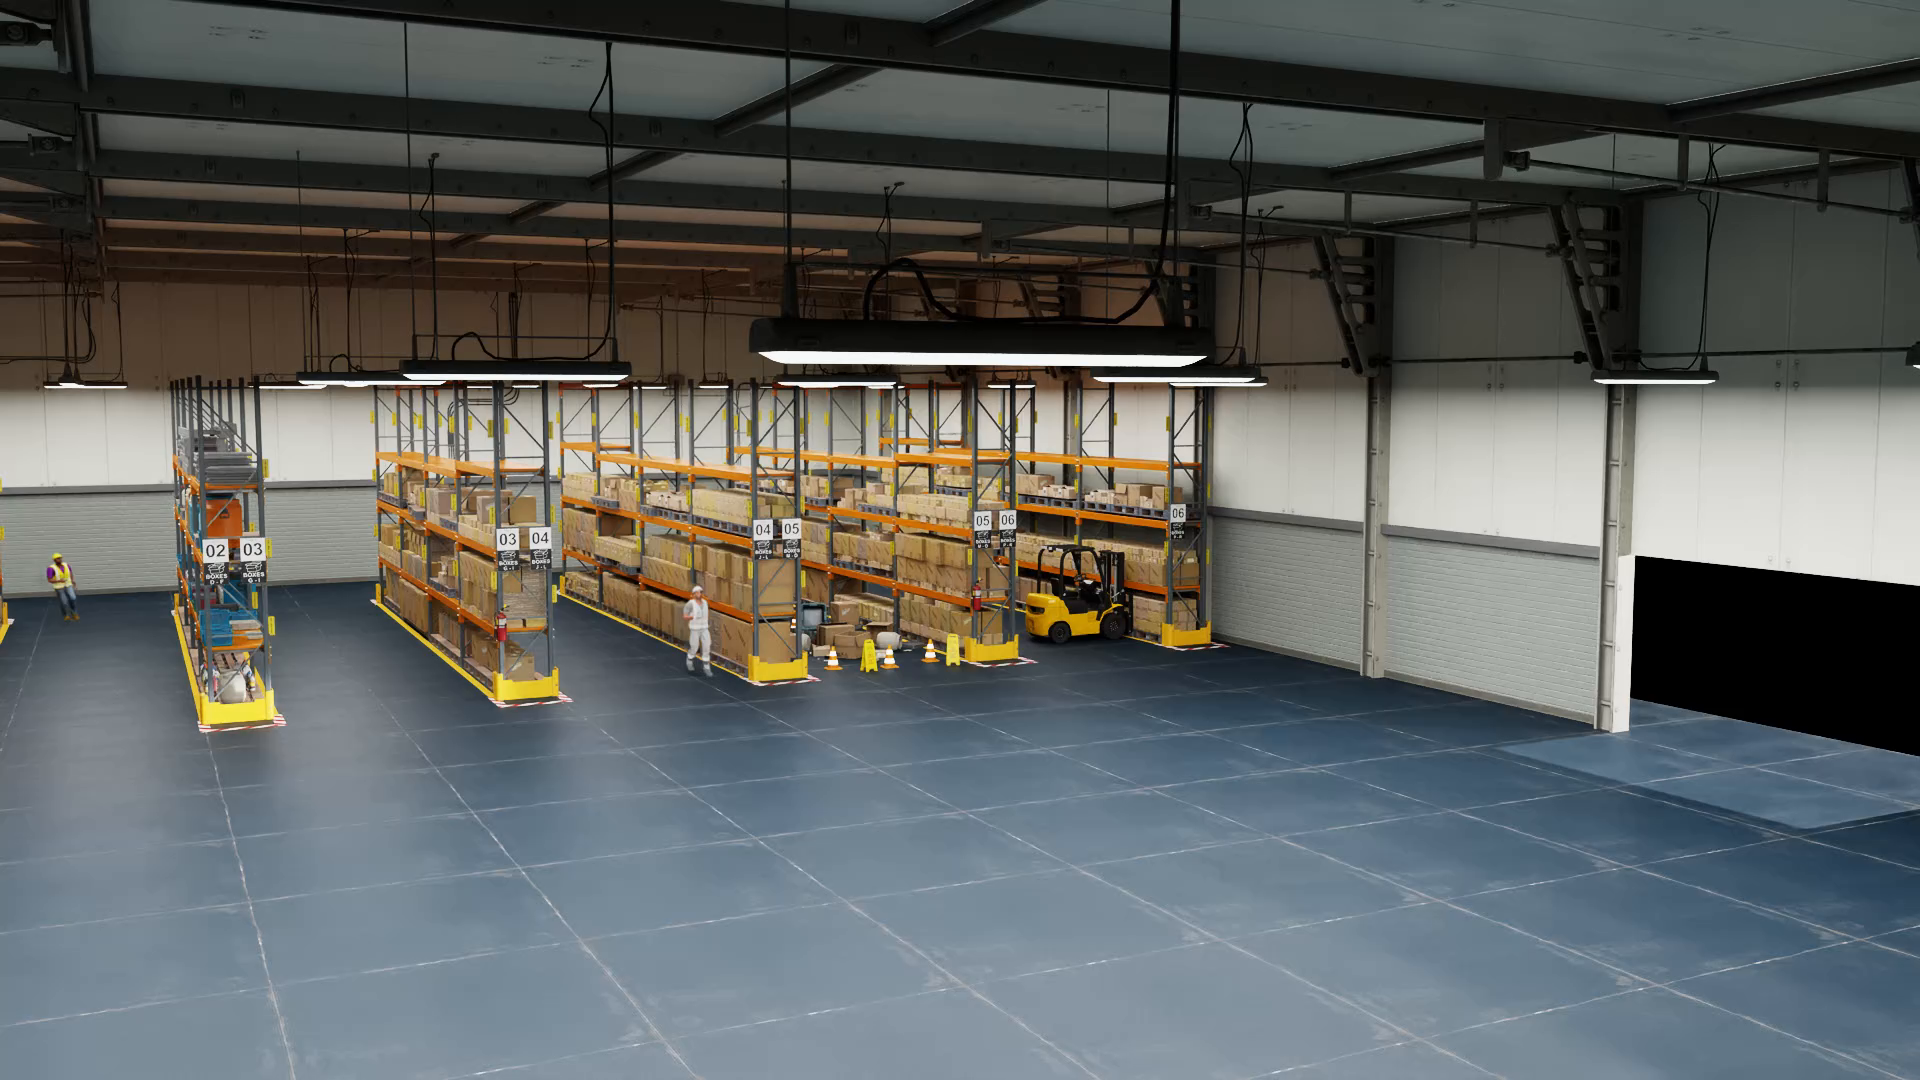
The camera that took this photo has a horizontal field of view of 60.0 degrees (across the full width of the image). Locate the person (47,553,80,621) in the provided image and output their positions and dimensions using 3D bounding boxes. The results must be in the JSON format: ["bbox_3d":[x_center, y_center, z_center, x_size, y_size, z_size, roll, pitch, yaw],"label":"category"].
[{"bbox_3d":[-22.296,1.173,41.308,0.697,1.717,0.700,5,7,42],"label":"person"}]

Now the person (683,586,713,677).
[{"bbox_3d":[-5.257,1.817,33.495,0.655,1.786,0.936,-3,6,-33],"label":"person"}]

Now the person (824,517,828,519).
[{"bbox_3d":[-3.891,0.258,48.294,0.660,1.881,0.771,-2,6,-24],"label":"person"}]
